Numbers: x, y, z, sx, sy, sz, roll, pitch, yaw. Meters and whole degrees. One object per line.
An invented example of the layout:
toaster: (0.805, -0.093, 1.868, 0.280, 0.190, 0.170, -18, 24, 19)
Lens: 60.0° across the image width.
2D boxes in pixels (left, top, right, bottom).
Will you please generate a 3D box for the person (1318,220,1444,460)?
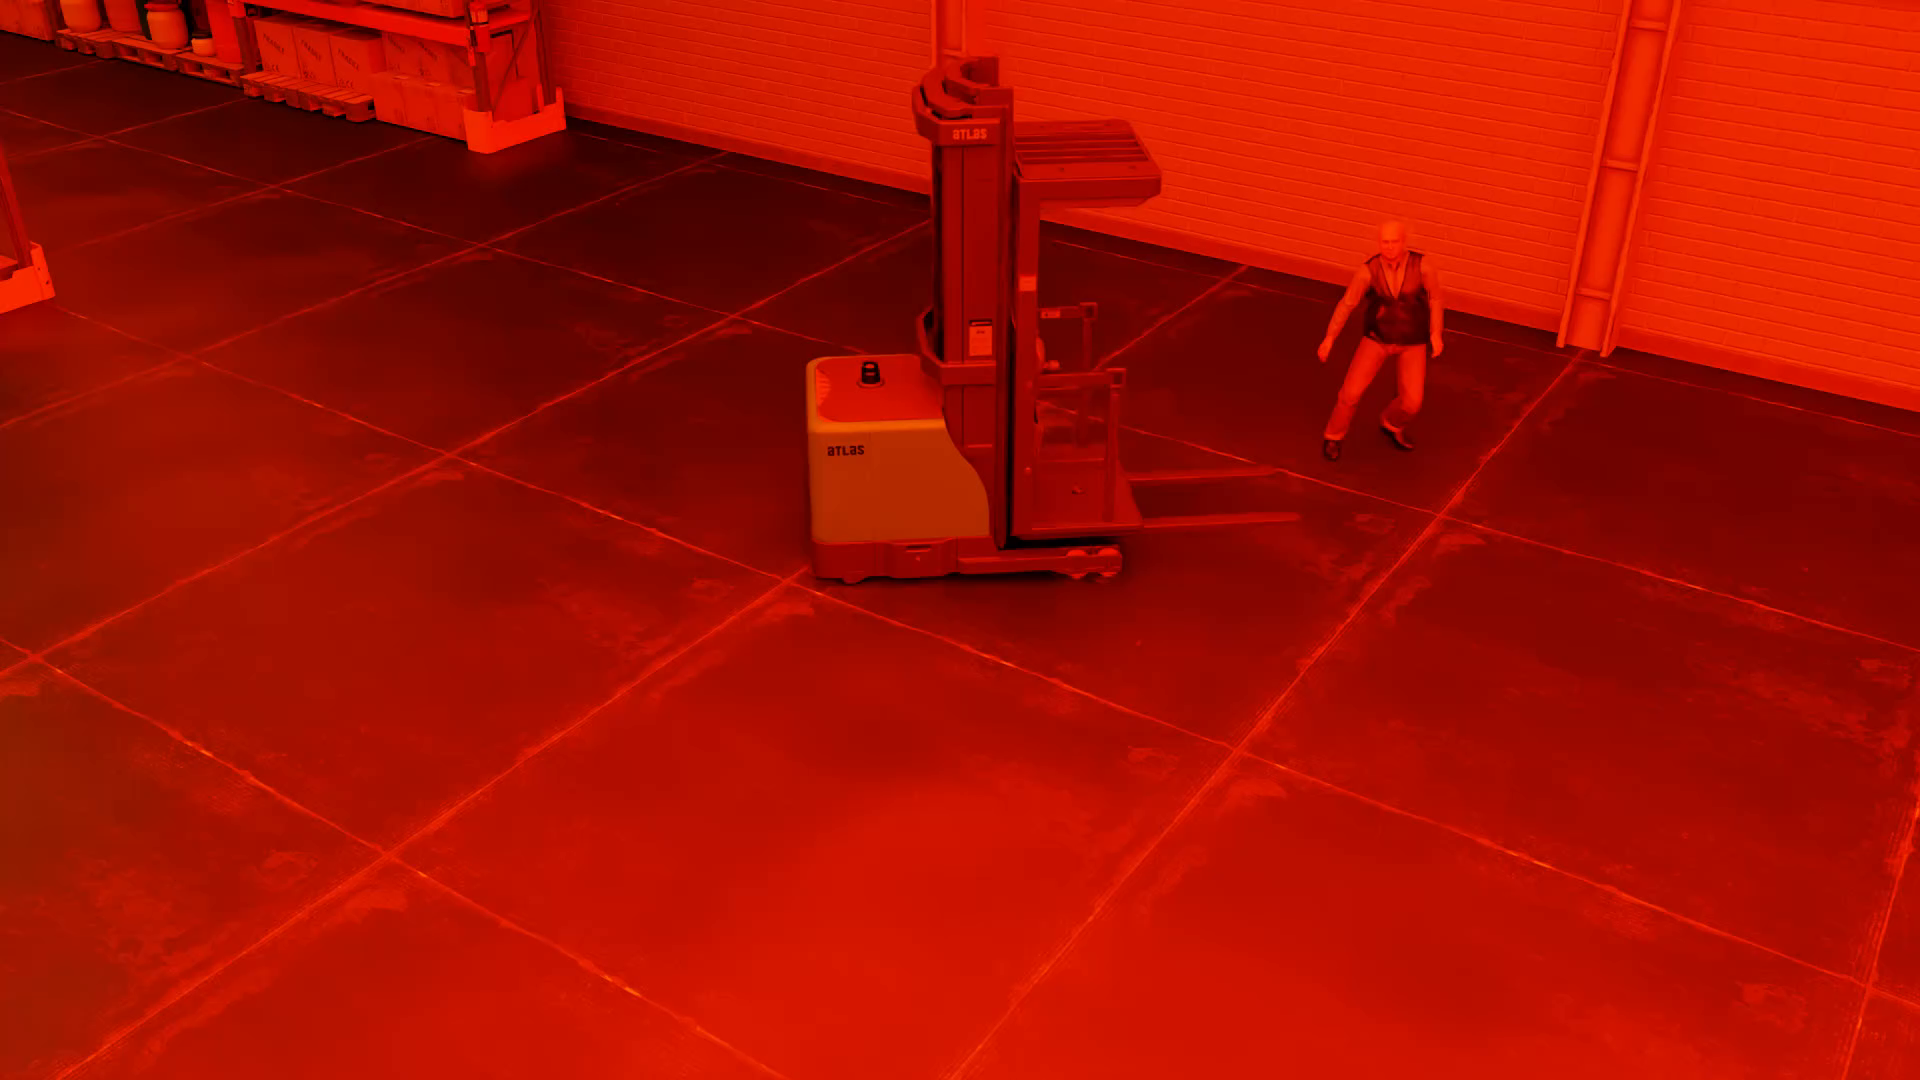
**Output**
person: (2.830, -1.331, 11.182, 0.805, 1.626, 0.529, 7, 31, 12)

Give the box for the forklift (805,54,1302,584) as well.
forklift: (0.576, -1.303, 9.824, 3.031, 2.935, 1.130, -3, 30, -5)
